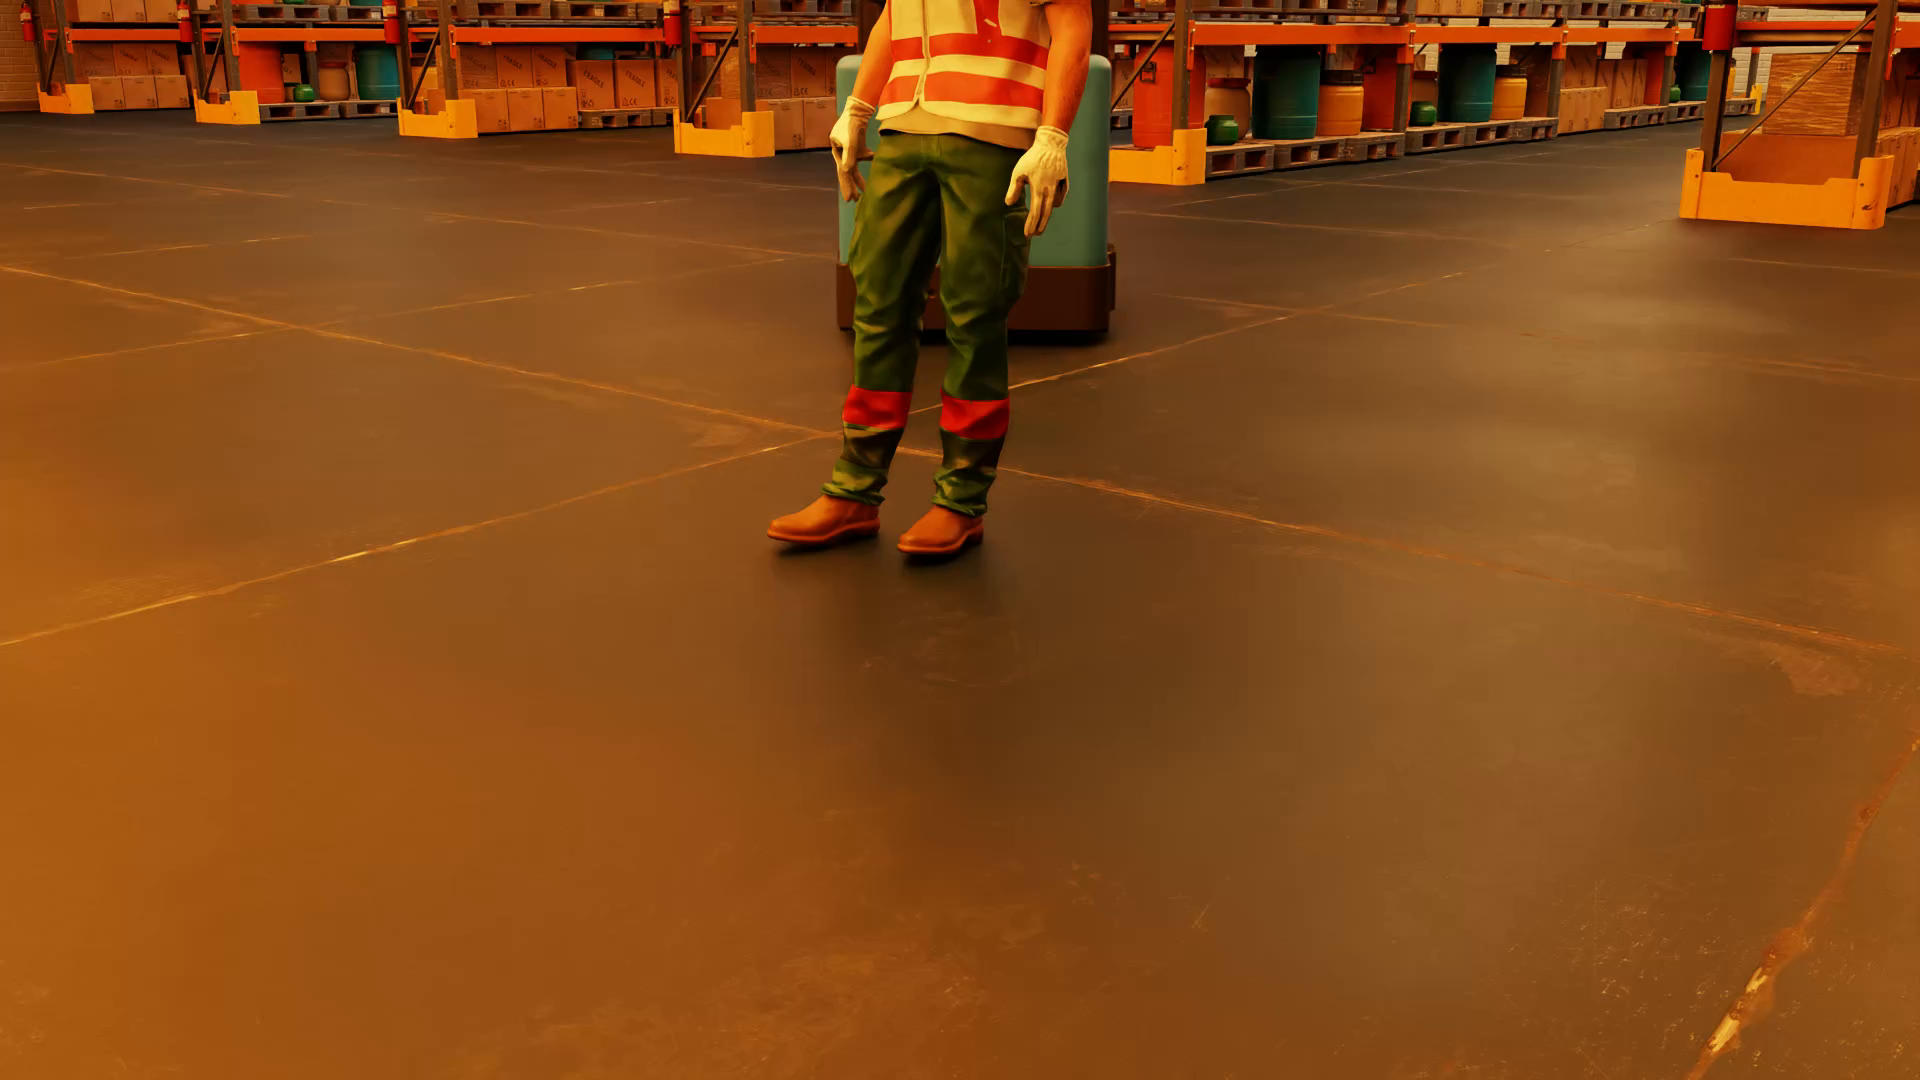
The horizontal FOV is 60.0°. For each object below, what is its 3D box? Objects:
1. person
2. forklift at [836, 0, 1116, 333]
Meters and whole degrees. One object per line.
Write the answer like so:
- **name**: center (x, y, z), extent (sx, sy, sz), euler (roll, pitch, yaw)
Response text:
- **person**: center (-0.060, -0.847, 3.627), extent (0.638, 1.789, 0.562), euler (13, 21, 37)
- **forklift**: center (0.112, -2.573, 7.372), extent (1.130, 2.935, 3.031), euler (1, 17, 2)
